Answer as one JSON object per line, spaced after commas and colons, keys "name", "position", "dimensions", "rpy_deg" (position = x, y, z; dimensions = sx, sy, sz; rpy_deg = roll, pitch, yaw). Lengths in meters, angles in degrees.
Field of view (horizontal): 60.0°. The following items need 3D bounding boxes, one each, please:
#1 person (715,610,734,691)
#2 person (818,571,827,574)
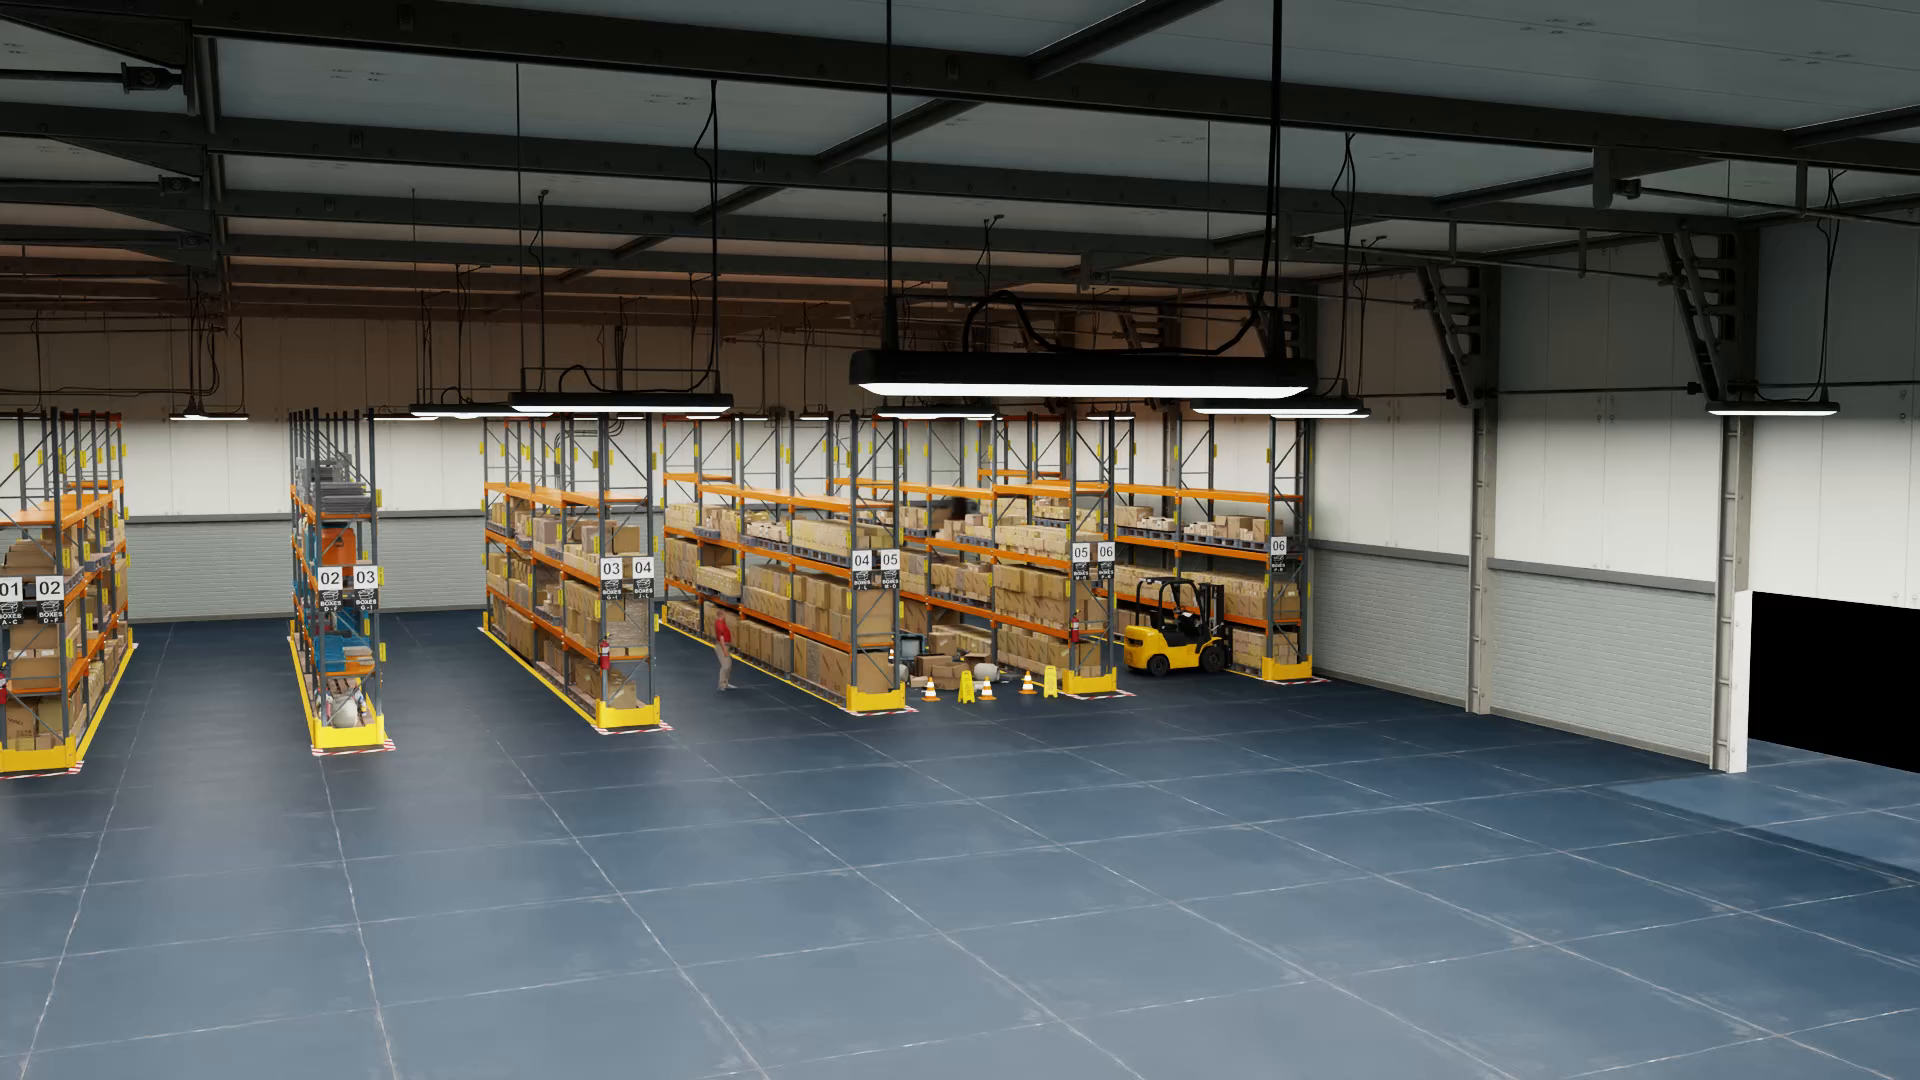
{"name": "person", "position": [-5.097, 2.401, 35.902], "dimensions": [0.430, 1.808, 0.615], "rpy_deg": [0, 4, -1]}
{"name": "person", "position": [-3.482, 1.477, 43.532], "dimensions": [0.428, 1.782, 0.659], "rpy_deg": [-4, 6, -44]}
